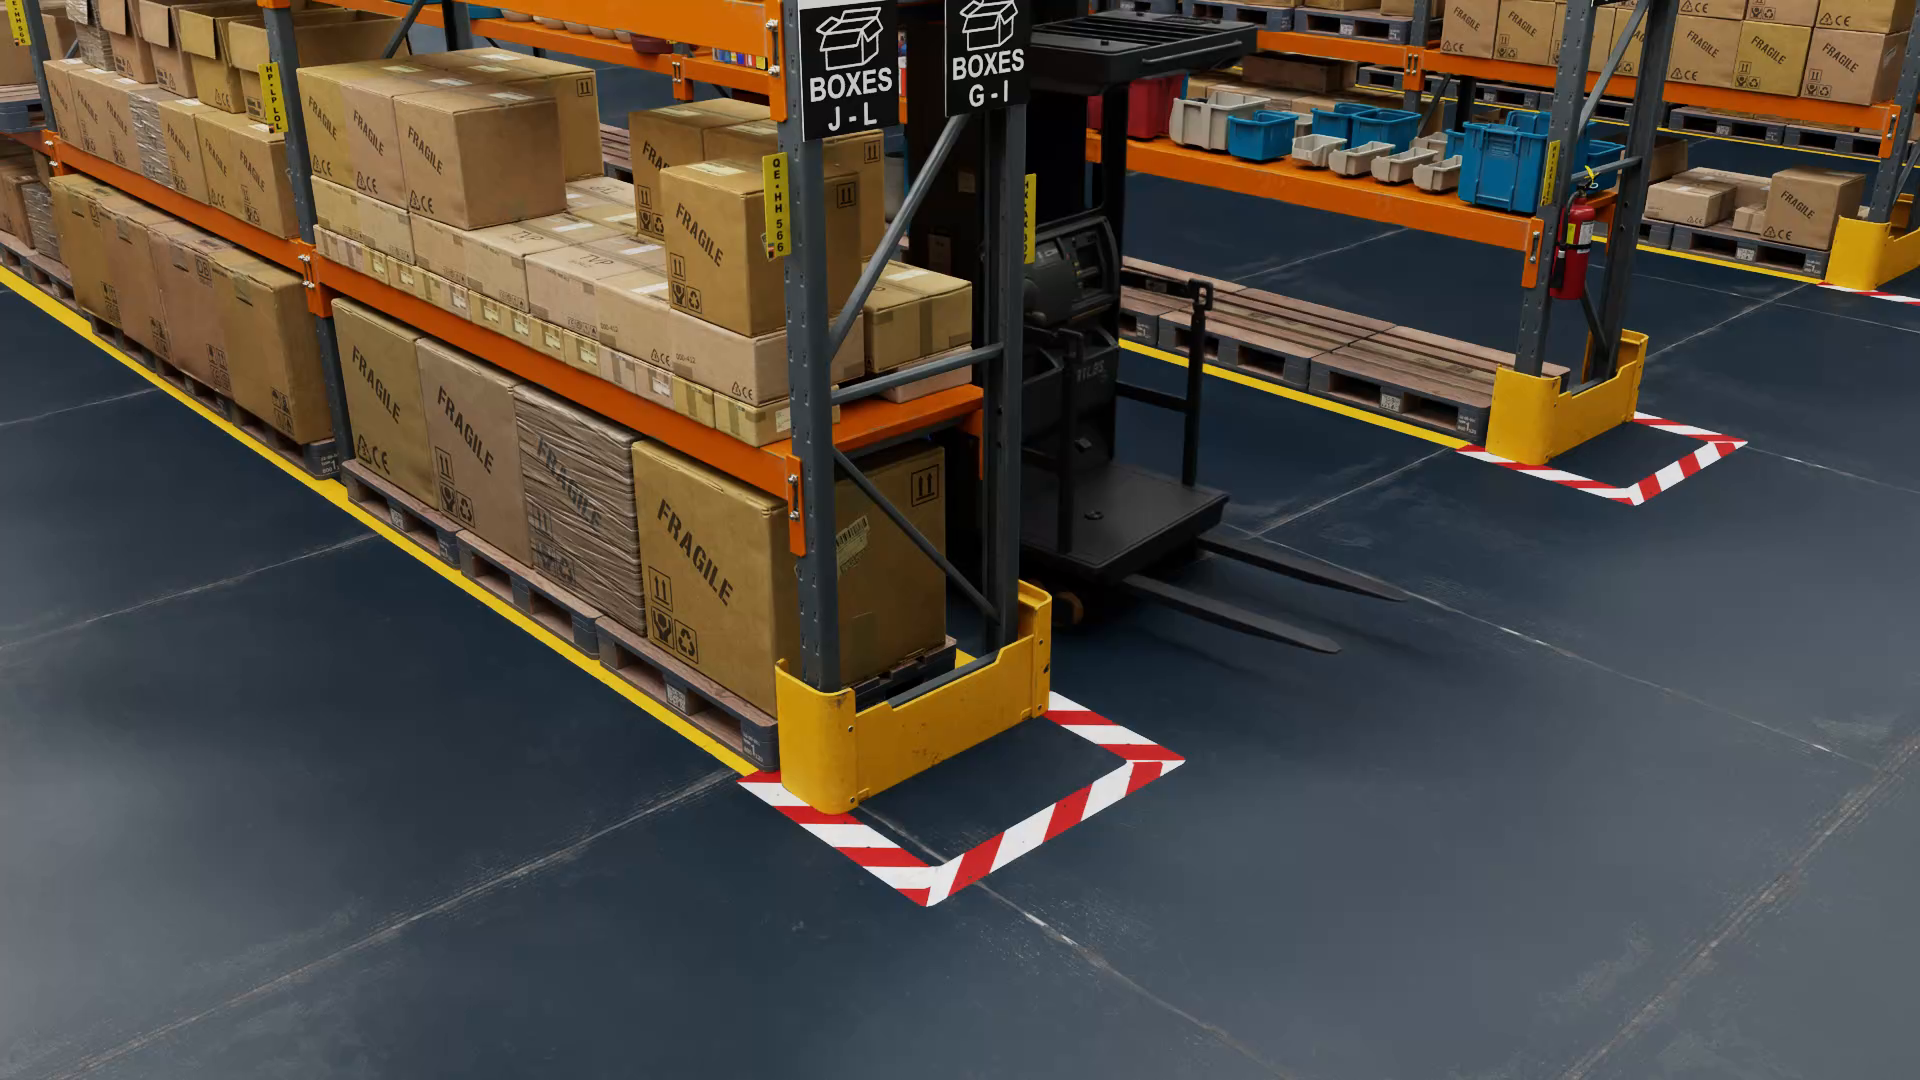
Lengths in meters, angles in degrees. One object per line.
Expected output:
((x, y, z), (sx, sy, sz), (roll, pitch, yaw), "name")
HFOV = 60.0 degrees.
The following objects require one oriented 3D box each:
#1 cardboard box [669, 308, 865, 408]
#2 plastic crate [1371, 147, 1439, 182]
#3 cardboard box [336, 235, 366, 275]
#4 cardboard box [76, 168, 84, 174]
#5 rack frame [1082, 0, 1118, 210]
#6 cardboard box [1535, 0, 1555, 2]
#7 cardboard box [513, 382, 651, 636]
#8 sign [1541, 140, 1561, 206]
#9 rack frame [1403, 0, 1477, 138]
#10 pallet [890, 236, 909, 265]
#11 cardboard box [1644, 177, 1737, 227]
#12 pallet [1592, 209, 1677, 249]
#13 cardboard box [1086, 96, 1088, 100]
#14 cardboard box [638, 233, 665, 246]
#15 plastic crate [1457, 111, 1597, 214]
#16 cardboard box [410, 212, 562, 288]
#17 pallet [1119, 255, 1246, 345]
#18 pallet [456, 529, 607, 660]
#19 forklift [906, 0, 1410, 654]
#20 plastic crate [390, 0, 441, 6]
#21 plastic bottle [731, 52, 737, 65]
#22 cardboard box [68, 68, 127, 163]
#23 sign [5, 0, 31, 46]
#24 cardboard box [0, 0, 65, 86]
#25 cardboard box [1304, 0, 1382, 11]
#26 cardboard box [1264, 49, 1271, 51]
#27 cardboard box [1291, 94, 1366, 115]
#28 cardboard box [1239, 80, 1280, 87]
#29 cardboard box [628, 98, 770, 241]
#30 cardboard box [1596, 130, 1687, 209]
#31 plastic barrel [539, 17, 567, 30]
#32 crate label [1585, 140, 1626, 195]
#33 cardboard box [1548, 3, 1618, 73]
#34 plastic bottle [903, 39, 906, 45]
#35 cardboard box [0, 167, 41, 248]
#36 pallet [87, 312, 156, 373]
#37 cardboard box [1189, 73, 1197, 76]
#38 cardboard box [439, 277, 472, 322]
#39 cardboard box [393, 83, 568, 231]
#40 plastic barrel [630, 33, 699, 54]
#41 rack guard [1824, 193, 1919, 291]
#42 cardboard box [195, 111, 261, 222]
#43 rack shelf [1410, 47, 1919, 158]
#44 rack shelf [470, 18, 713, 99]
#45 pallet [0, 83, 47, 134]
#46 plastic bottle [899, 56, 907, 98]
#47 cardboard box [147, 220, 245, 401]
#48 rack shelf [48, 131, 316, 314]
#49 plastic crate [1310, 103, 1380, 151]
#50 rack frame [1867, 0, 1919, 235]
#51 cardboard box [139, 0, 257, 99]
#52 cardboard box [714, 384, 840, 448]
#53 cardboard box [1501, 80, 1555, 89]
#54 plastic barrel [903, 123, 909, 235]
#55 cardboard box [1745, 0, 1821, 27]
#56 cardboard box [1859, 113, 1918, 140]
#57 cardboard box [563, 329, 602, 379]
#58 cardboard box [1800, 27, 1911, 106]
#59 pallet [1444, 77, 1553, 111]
((-0.697, -0.715, 6.026), (0.500, 0.250, 0.500), (-22, 32, -39), "cardboard box")
((2.566, -2.177, 9.653), (0.396, 0.136, 0.243), (-21, 32, -38), "plastic crate")
((-2.767, -1.411, 8.031), (0.250, 0.149, 0.380), (23, 33, 40), "cardboard box")
((-6.120, -2.599, 11.911), (0.500, 0.250, 0.500), (-20, 31, -36), "cardboard box")
((0.709, -3.194, 11.637), (1.000, 3.000, 0.127), (-21, 32, -38), "rack frame")
((4.797, -4.719, 13.656), (0.500, 0.500, 0.500), (-22, 33, -40), "cardboard box")
((-1.290, -0.248, 7.234), (0.875, 0.875, 0.875), (-21, 32, -38), "cardboard box")
((3.053, -1.895, 8.593), (0.100, 0.325, 0.005), (-21, 32, -38), "sign")
((4.328, -4.598, 14.714), (1.000, 3.000, 0.127), (-21, 32, -38), "rack frame")
((0.212, -2.171, 12.754), (1.003, 0.211, 1.213), (-21, 32, -38), "pallet")
((5.883, -2.726, 13.395), (0.500, 0.250, 0.500), (-21, 32, -38), "cardboard box")
((5.634, -2.751, 14.026), (1.003, 0.211, 1.213), (-21, 32, -38), "pallet")
((1.056, -4.840, 18.052), (0.500, 0.250, 0.500), (-20, 31, -37), "cardboard box")
((-1.004, -1.175, 7.033), (0.500, 0.250, 0.500), (23, 33, 40), "cardboard box")
((3.078, -2.074, 9.067), (0.616, 0.435, 0.499), (-21, 32, -38), "plastic crate")
((-2.082, -1.332, 7.377), (0.500, 0.250, 0.500), (-20, 31, -37), "cardboard box")
((1.240, -1.713, 11.751), (1.003, 0.211, 1.213), (-21, 32, -38), "pallet")
((-1.605, 0.102, 7.771), (1.003, 0.211, 1.213), (-21, 32, -38), "pallet")
((0.573, -1.184, 7.315), (3.031, 2.935, 1.130), (19, 31, 36), "forklift")
((-5.713, -5.808, 17.547), (0.499, 0.251, 0.616), (-21, 32, -38), "plastic crate")
((-1.839, -4.020, 13.687), (0.097, 0.201, 0.097), (0, 25, 0), "plastic bottle")
((-5.152, -2.666, 10.359), (0.500, 0.500, 0.500), (-22, 33, -40), "cardboard box")
((-6.030, -3.334, 10.646), (0.100, 0.325, 0.005), (-21, 32, -38), "sign")
((-6.493, -3.530, 11.748), (0.700, 0.500, 0.500), (-16, 29, -31), "cardboard box")
((3.651, -5.232, 15.477), (0.700, 0.500, 0.500), (-16, 29, -31), "cardboard box")
((4.410, -6.671, 21.741), (0.700, 0.500, 0.500), (-21, 32, -39), "cardboard box")
((3.449, -3.881, 15.625), (0.500, 0.500, 0.500), (-21, 32, -38), "cardboard box")
((3.121, -4.342, 16.635), (0.500, 0.500, 0.500), (22, 33, 40), "cardboard box")
((-1.003, -1.514, 6.873), (0.500, 0.500, 0.500), (-22, 33, -40), "cardboard box")
((5.616, -3.094, 13.897), (0.797, 0.503, 0.637), (-21, 32, -38), "cardboard box")
((-3.763, -5.105, 15.662), (0.433, 0.535, 0.433), (0, 25, 0), "plastic barrel")
((3.515, -2.101, 9.371), (0.416, 0.233, 0.303), (-21, 32, -38), "crate label")
((5.170, -4.105, 13.514), (0.500, 0.500, 0.500), (-21, 32, -39), "cardboard box")
((-0.360, -3.879, 13.198), (0.144, 0.351, 0.185), (-21, 32, -38), "plastic bottle")
((-6.894, -2.595, 12.806), (0.700, 0.500, 0.500), (-18, 30, -34), "cardboard box")
((-5.156, -1.472, 11.221), (1.003, 0.211, 1.213), (-21, 32, -38), "pallet")
((2.058, -4.497, 16.974), (0.500, 0.500, 0.500), (22, 33, 40), "cardboard box")
((-2.060, -1.098, 7.345), (0.380, 0.149, 0.250), (-21, 32, -38), "cardboard box")
((-2.075, -1.672, 7.219), (0.500, 0.500, 0.500), (-22, 33, -40), "cardboard box")
((-2.563, -4.522, 14.385), (0.600, 0.536, 0.708), (-21, 32, -38), "plastic barrel")
((7.010, -2.272, 12.627), (1.175, 0.500, 0.348), (-21, 32, -38), "rack guard")
((-3.758, -2.050, 9.010), (0.500, 0.500, 0.500), (-20, 31, -37), "cardboard box")
((5.695, -3.665, 13.535), (1.077, 0.370, 4.000), (-21, 32, -38), "rack shelf")
((-3.392, -4.684, 15.771), (1.077, 0.370, 4.000), (-21, 32, -38), "rack shelf")
((-6.205, -3.099, 11.660), (1.213, 0.211, 1.003), (-21, 32, -38), "pallet")
((-0.390, -3.428, 12.301), (0.152, 0.276, 0.135), (-21, 32, -38), "plastic bottle")
((-3.969, -1.472, 9.916), (0.875, 0.875, 1.225), (22, 33, 40), "cardboard box")
((-4.273, -2.067, 10.034), (1.077, 0.370, 4.000), (-21, 32, -38), "rack shelf")
((2.410, -2.591, 10.445), (0.416, 0.233, 0.300), (-21, 32, -38), "plastic crate")
((7.062, -3.386, 12.058), (1.000, 3.000, 0.127), (-21, 32, -38), "rack frame")
((-4.246, -2.877, 9.613), (0.797, 0.503, 0.637), (-20, 31, -37), "cardboard box")
((-0.656, -0.477, 5.984), (0.380, 0.149, 0.250), (-20, 32, -38), "cardboard box")
((6.792, -5.646, 19.096), (0.750, 0.750, 0.750), (-20, 31, -37), "cardboard box")
((-0.134, -2.814, 12.827), (0.600, 0.901, 0.708), (-21, 32, -38), "plastic barrel")
((6.211, -4.096, 12.289), (0.500, 0.500, 0.500), (-20, 31, -37), "cardboard box")
((9.437, -4.334, 16.641), (0.500, 0.500, 0.700), (23, 33, 40), "cardboard box")
((-1.355, -0.786, 6.661), (0.380, 0.149, 0.250), (-22, 33, -40), "cardboard box")
((6.557, -3.490, 12.165), (0.500, 0.500, 0.500), (-20, 31, -37), "cardboard box")
((6.521, -5.318, 19.652), (1.003, 0.211, 1.213), (-21, 32, -38), "pallet")
